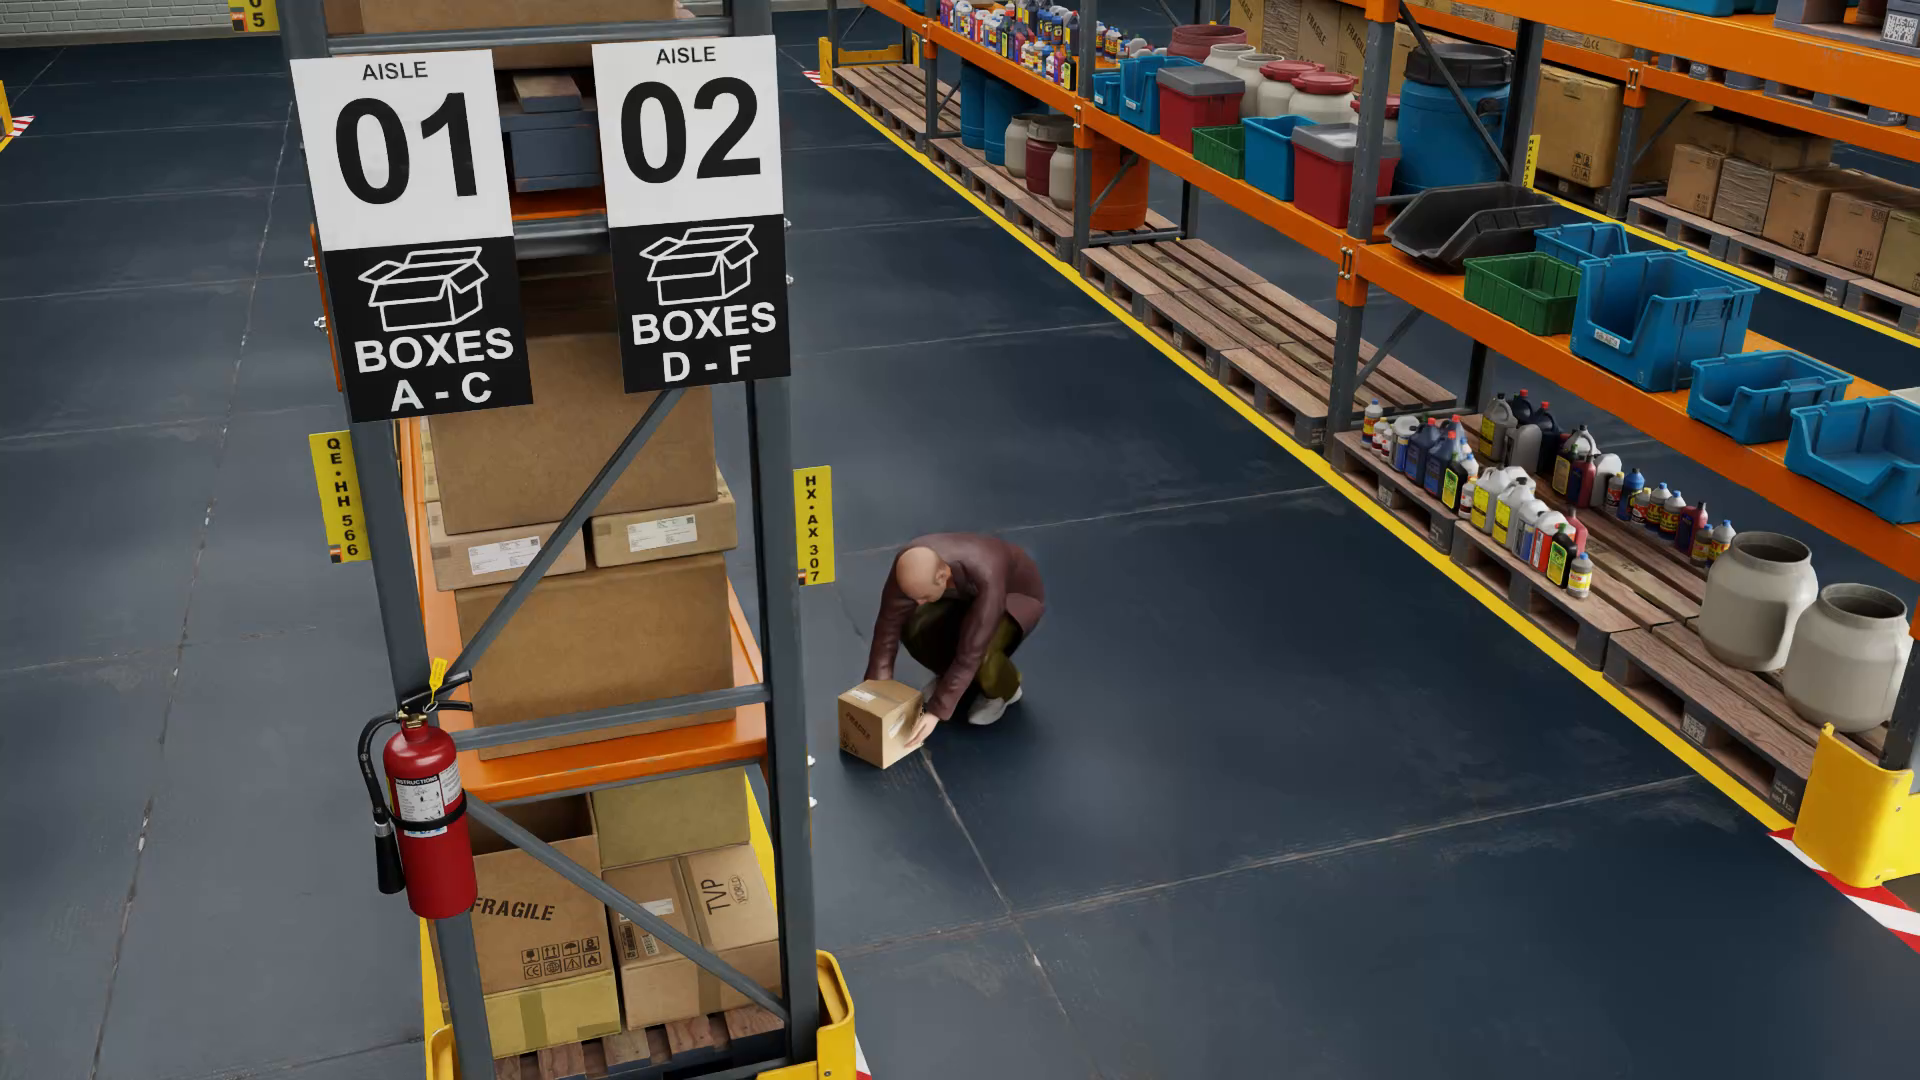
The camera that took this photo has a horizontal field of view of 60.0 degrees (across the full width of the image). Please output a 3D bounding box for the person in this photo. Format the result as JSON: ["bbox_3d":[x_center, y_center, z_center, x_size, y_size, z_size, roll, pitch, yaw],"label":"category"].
[{"bbox_3d":[-0.004,0.330,6.944,0.593,0.911,0.939,20,33,35],"label":"person"}]
